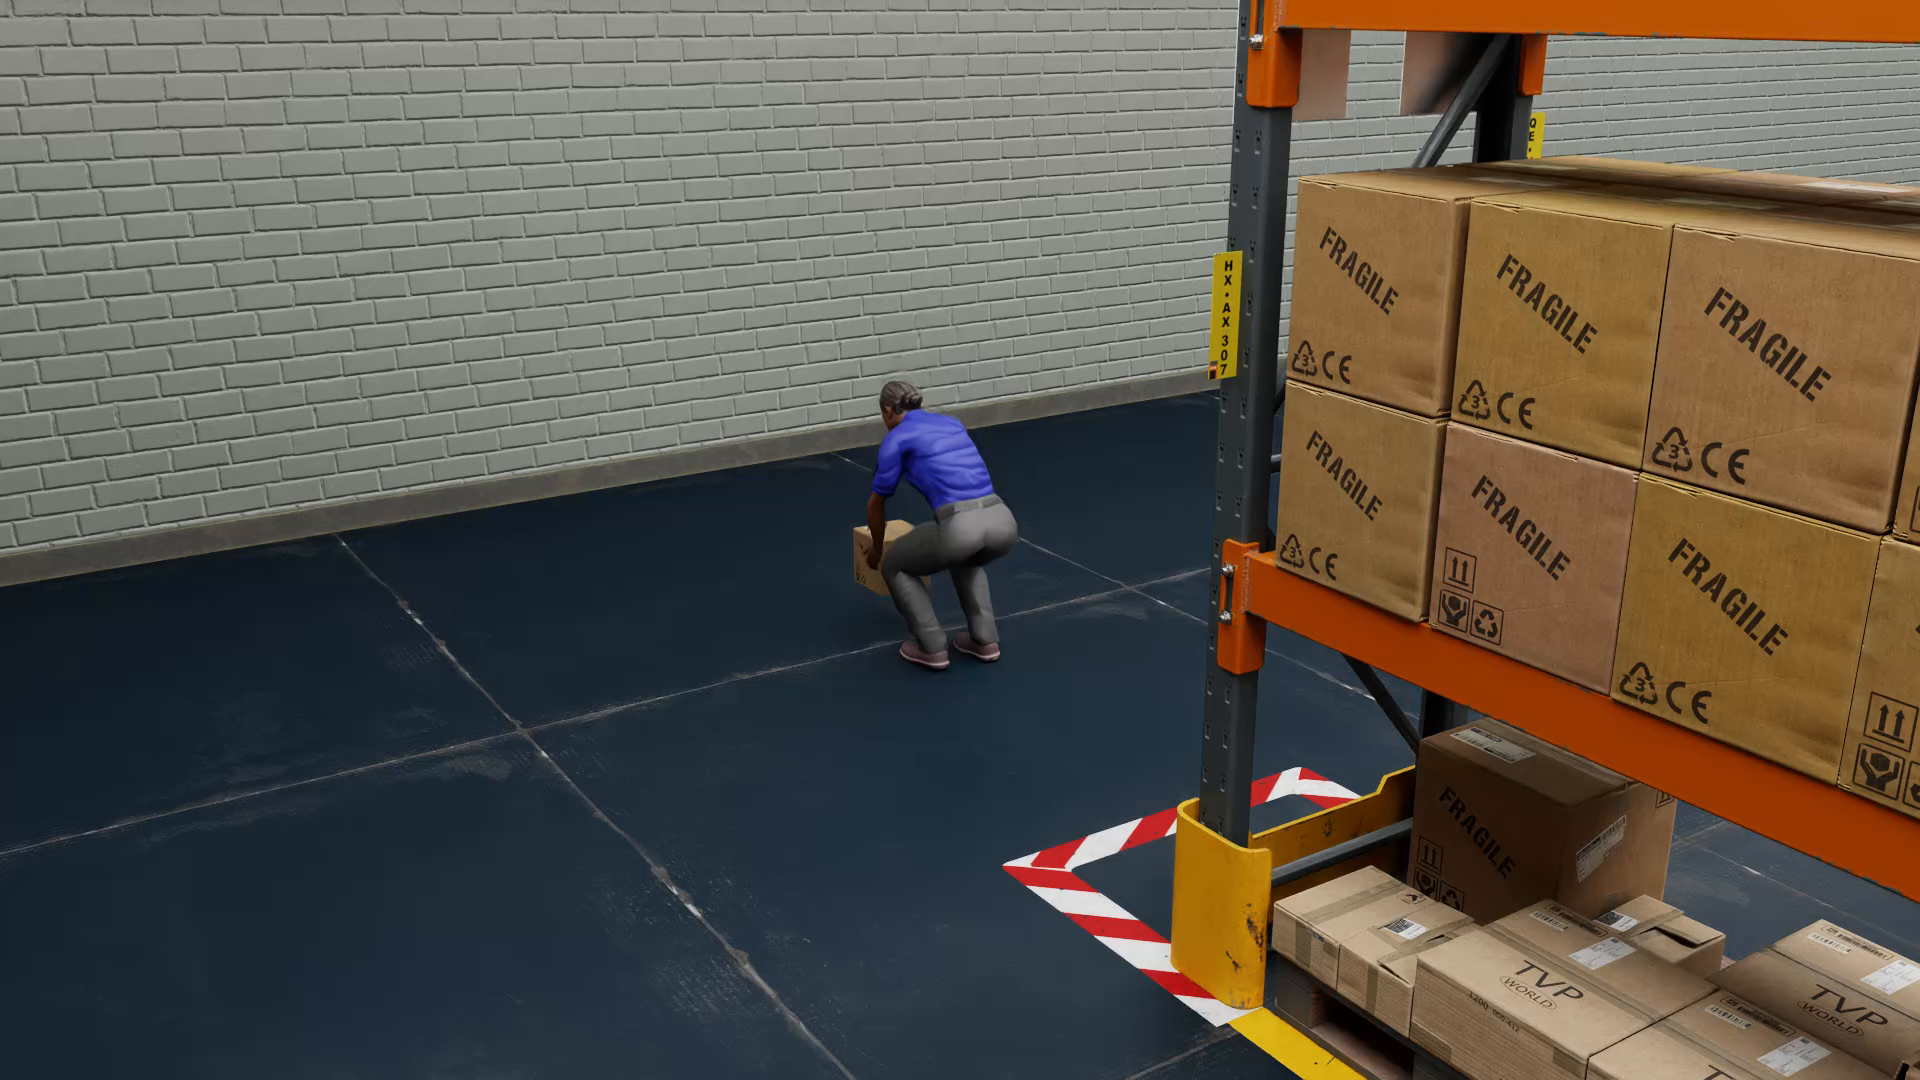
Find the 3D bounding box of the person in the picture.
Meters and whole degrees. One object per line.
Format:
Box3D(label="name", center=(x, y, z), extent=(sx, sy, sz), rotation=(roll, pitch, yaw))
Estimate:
Box3D(label="person", center=(-0.100, -0.052, 7.018), extent=(0.501, 1.168, 0.726), rotation=(-12, 21, -31))
